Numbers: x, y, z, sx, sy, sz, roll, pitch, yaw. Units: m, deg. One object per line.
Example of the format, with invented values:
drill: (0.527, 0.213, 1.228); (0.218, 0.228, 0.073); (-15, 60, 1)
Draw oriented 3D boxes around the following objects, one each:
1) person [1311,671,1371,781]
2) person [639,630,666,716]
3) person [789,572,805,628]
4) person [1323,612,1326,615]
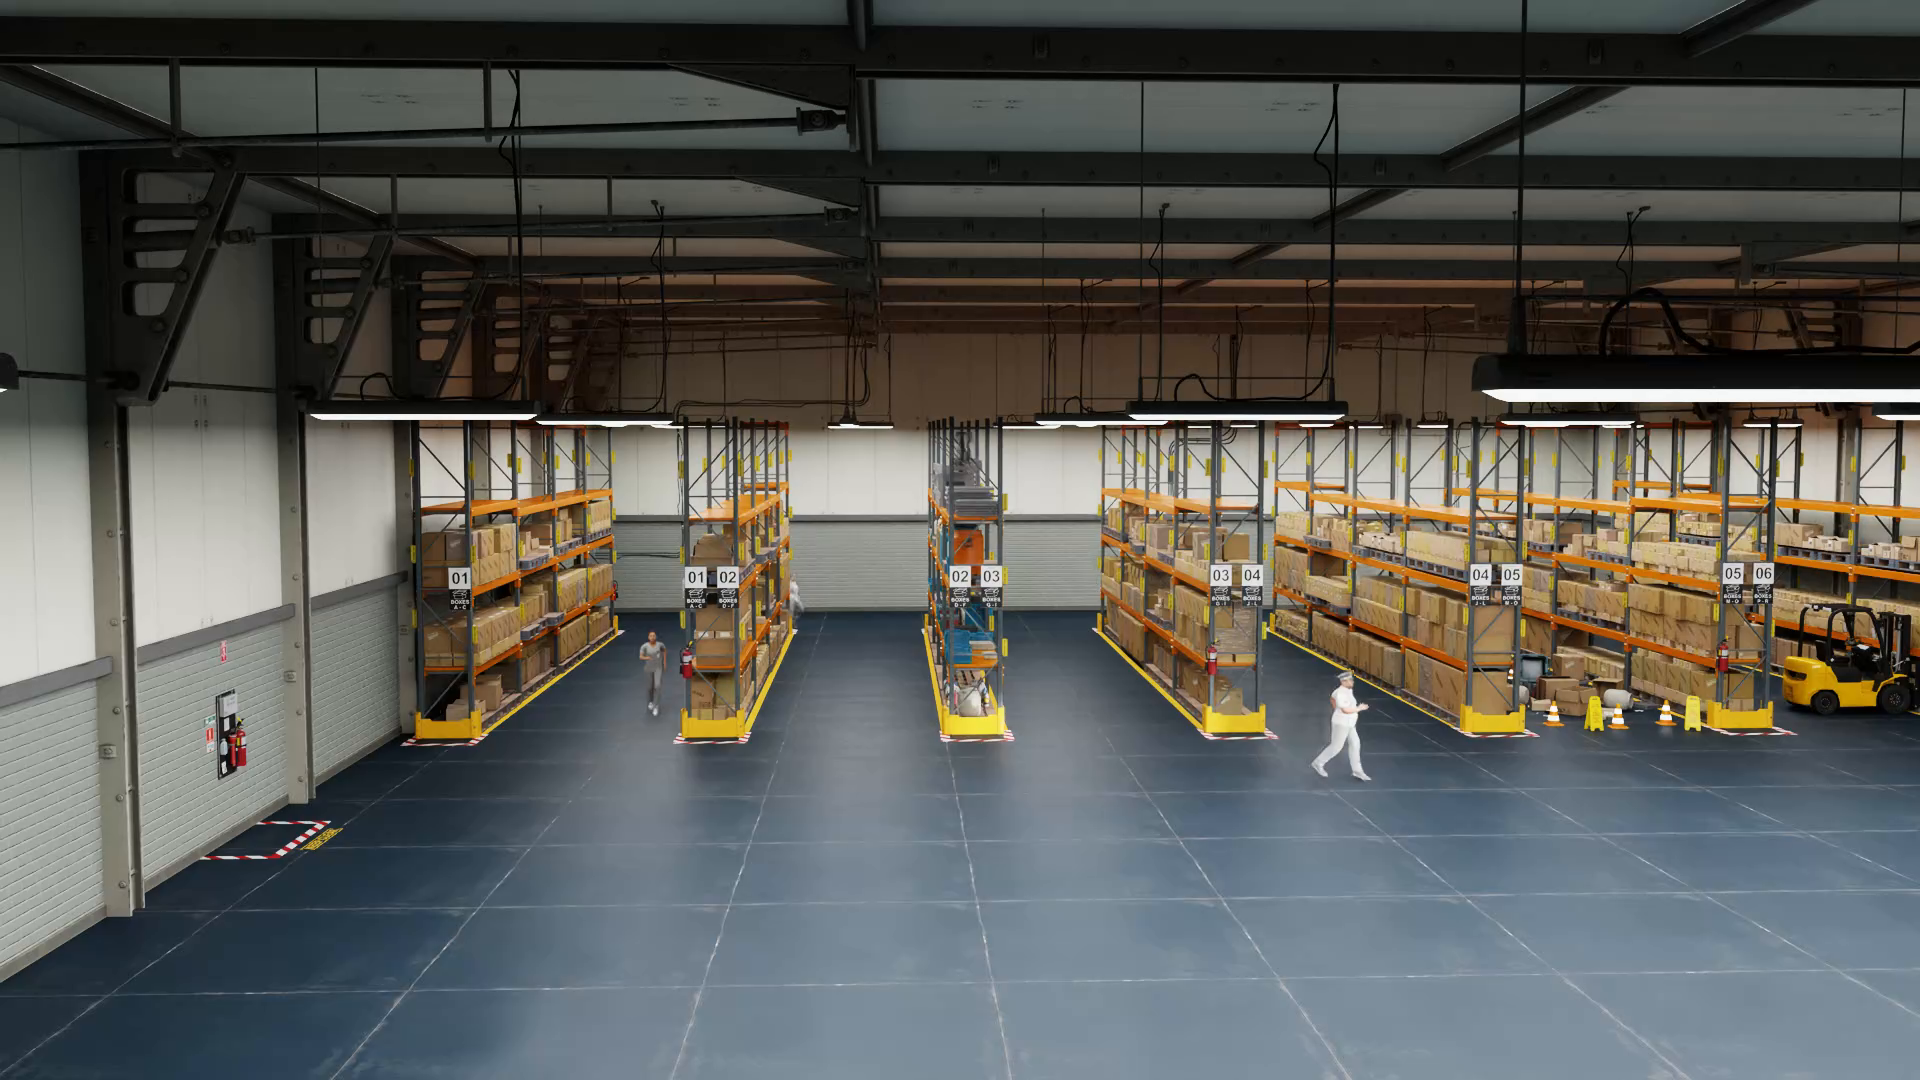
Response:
person: (6.261, 3.037, 27.260); (0.959, 1.790, 0.650); (2, 4, 24)
person: (-6.233, 2.663, 33.761); (0.543, 1.697, 0.909); (-1, 4, -10)
person: (-4.815, 1.754, 48.177); (0.578, 1.649, 0.634); (1, 4, 21)
person: (11.139, 1.565, 50.260); (0.790, 1.758, 0.658); (-3, 5, -34)
